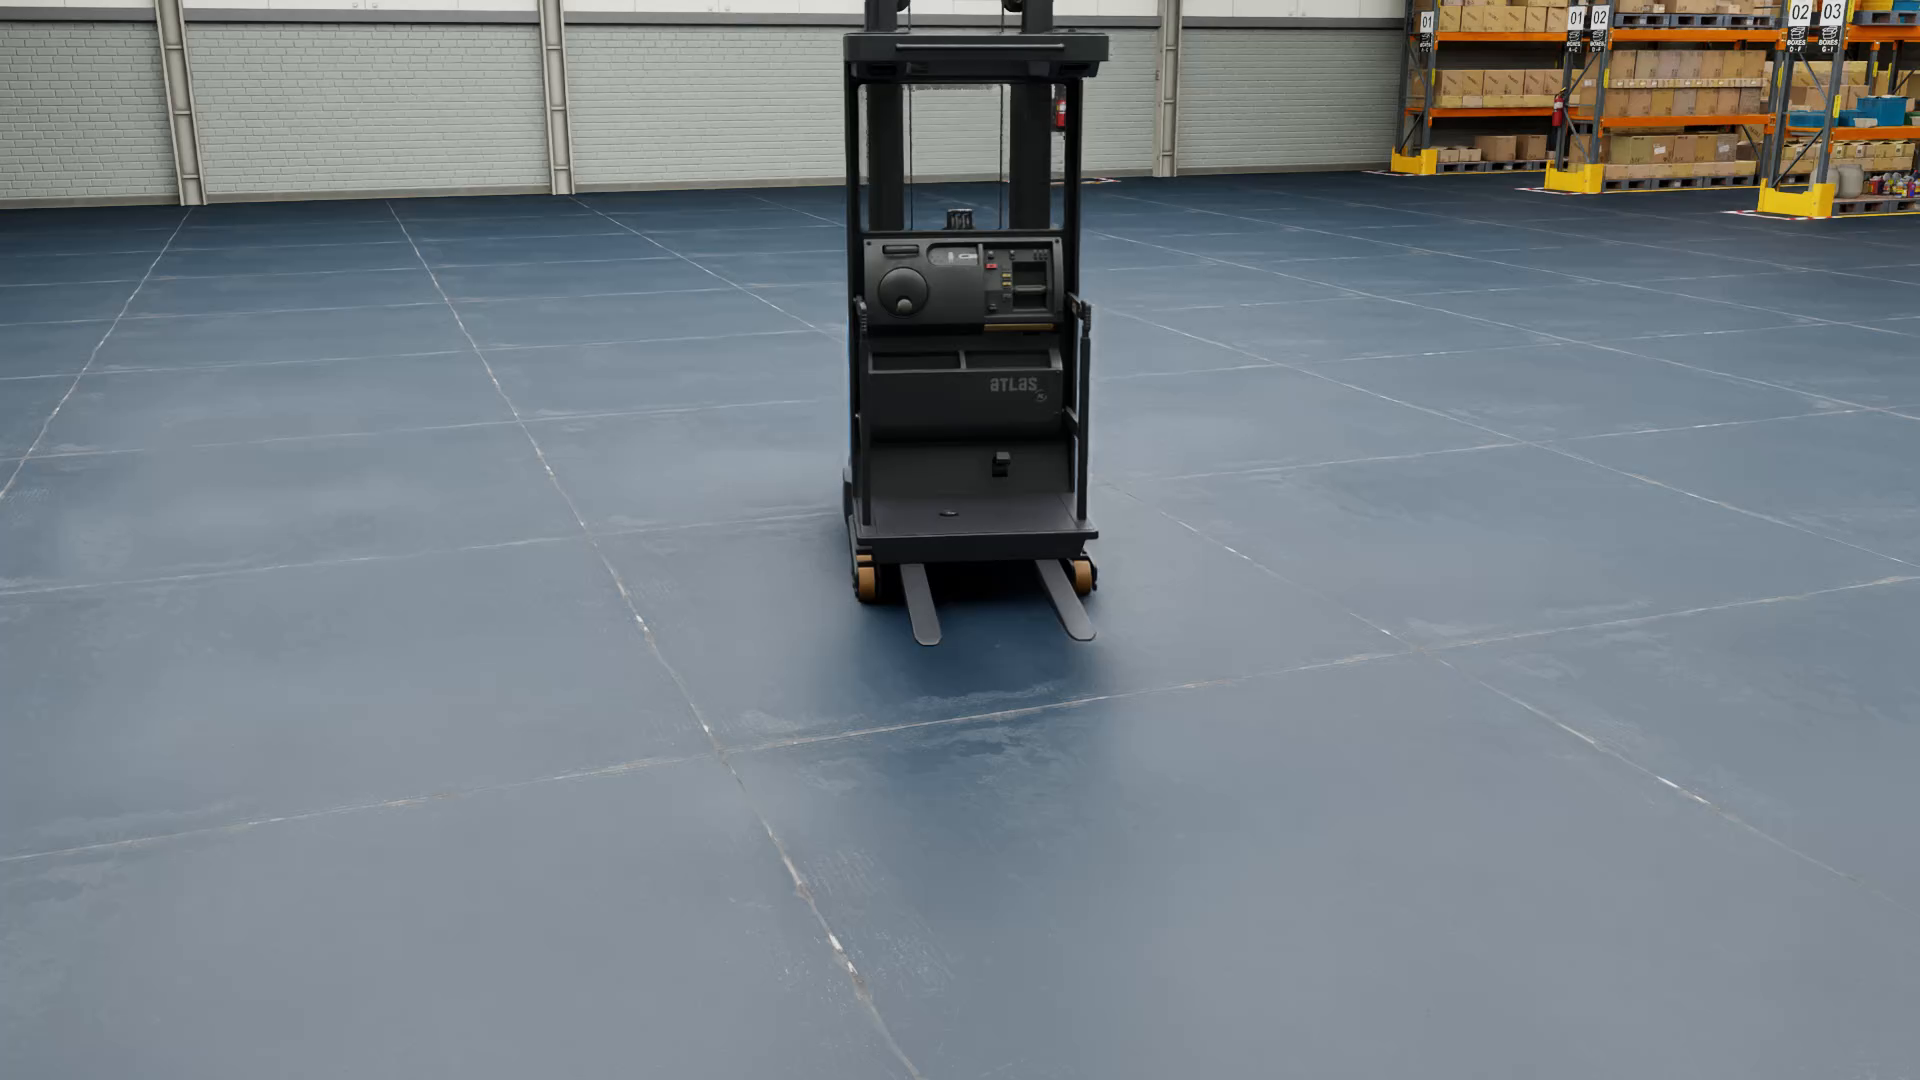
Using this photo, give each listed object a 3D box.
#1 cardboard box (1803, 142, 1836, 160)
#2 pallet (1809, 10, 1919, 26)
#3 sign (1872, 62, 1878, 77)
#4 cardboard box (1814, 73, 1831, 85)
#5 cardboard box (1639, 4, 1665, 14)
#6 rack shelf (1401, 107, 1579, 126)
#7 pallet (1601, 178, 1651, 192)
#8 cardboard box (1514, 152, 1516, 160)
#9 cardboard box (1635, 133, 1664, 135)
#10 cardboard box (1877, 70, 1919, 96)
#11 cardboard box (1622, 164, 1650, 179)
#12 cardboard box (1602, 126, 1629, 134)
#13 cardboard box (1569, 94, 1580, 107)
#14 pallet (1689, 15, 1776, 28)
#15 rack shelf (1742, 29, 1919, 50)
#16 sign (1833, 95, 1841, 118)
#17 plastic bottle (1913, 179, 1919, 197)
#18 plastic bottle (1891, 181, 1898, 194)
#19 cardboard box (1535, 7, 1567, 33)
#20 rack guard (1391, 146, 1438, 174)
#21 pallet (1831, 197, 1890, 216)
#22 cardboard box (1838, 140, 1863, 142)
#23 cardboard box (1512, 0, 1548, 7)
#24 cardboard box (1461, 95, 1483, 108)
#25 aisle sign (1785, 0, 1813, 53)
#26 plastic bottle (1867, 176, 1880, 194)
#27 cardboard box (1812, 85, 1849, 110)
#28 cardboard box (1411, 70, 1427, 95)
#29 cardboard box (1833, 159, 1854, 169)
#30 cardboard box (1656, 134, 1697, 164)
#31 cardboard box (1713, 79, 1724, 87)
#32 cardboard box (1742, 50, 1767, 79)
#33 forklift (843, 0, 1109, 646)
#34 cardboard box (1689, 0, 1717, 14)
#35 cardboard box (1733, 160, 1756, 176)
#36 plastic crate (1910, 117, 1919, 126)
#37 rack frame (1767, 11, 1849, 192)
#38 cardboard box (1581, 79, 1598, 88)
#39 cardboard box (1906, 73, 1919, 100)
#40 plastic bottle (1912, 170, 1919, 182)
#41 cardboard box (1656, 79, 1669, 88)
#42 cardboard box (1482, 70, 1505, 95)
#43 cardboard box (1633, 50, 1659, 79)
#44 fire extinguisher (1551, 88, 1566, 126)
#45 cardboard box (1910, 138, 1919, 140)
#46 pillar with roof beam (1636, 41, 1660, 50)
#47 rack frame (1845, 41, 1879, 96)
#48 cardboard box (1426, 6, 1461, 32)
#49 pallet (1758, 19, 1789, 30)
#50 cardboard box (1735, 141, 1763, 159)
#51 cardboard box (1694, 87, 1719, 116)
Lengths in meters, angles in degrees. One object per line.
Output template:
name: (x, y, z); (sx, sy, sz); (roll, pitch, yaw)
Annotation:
cardboard box: (16.335, -7.445, 31.766); (0.500, 0.311, 0.500); (-7, 18, -22)
pallet: (13.749, -7.915, 25.240); (1.213, 0.211, 1.003); (-6, 17, -20)
sign: (20.806, -10.701, 37.801); (0.005, 0.325, 0.100); (-6, 17, -20)
cardboard box: (19.317, -10.310, 37.644); (0.500, 0.500, 0.500); (-6, 17, -20)
cardboard box: (12.335, -9.472, 29.659); (0.250, 0.149, 0.380); (-6, 17, -20)
rack shelf: (11.265, -8.972, 35.104); (4.000, 0.370, 1.077); (-6, 17, -20)
pallet: (11.872, -6.563, 30.572); (1.213, 0.211, 1.003); (-6, 17, -20)
cardboard box: (11.631, -8.206, 35.497); (0.250, 0.149, 0.380); (-8, 18, -25)
cardboard box: (12.963, -7.342, 31.079); (0.500, 0.500, 0.500); (-6, 17, -20)
cardboard box: (21.798, -10.592, 38.811); (0.700, 0.700, 0.980); (-7, 18, -21)
cardboard box: (12.219, -6.742, 30.367); (0.500, 0.250, 0.500); (-6, 17, -20)
cardboard box: (14.223, -9.014, 36.295); (0.500, 0.250, 0.500); (-7, 18, -21)
cardboard box: (12.798, -9.329, 35.273); (0.500, 0.250, 0.500); (-6, 17, -20)
pallet: (14.121, -9.520, 30.526); (1.213, 0.211, 1.003); (-6, 17, -20)
rack shelf: (16.776, -9.512, 31.617); (4.000, 0.370, 1.077); (-6, 17, -20)
sign: (13.135, -6.497, 24.906); (0.005, 0.325, 0.100); (-6, 17, -20)
plastic bottle: (15.066, -5.546, 26.223); (0.097, 0.271, 0.097); (0, 16, 0)
plastic bottle: (15.112, -5.700, 26.872); (0.097, 0.201, 0.097); (0, 16, 0)
cardboard box: (12.272, -10.852, 34.692); (0.500, 0.500, 0.500); (-8, 18, -25)
rack guard: (9.468, -7.924, 34.694); (0.348, 0.500, 1.175); (-6, 17, -20)
pallet: (13.757, -5.271, 26.175); (1.213, 0.211, 1.003); (-6, 17, -20)
cardboard box: (17.562, -7.740, 32.770); (0.500, 0.311, 0.500); (-7, 18, -21)
cardboard box: (11.769, -11.260, 34.307); (0.500, 0.500, 0.500); (-7, 18, -22)
cardboard box: (10.446, -9.075, 34.408); (0.500, 0.250, 0.500); (-7, 18, -22)
aisle sign: (12.768, -7.827, 25.315); (0.004, 0.787, 0.394); (-6, 17, -20)
plastic bottle: (14.745, -5.732, 26.846); (0.135, 0.276, 0.152); (-6, 17, -20)
cardboard box: (16.591, -8.441, 31.840); (0.500, 0.500, 0.500); (-6, 17, -20)
cardboard box: (9.761, -9.516, 34.581); (0.500, 0.500, 0.500); (-6, 18, -21)
cardboard box: (16.809, -7.229, 32.025); (0.500, 0.250, 0.500); (-6, 17, -19)
cardboard box: (13.155, -7.201, 30.599); (0.500, 0.500, 0.500); (-6, 17, -20)
cardboard box: (13.780, -8.389, 30.513); (0.250, 0.149, 0.380); (-6, 17, -20)
cardboard box: (14.496, -8.840, 30.897); (0.500, 0.500, 0.700); (-6, 17, -20)
forklift: (0.041, -1.221, 7.553); (1.130, 2.935, 3.031); (-2, 16, -5)
cardboard box: (13.325, -9.840, 30.284); (0.637, 0.503, 0.797); (-4, 17, -14)
cardboard box: (14.553, -6.994, 31.225); (0.500, 0.250, 0.500); (-6, 17, -20)
plastic crate: (15.251, -6.555, 26.065); (0.437, 0.136, 0.530); (-6, 17, -20)
rack frame: (12.942, -6.509, 25.439); (0.127, 3.000, 1.000); (-6, 17, -20)
cardboard box: (11.462, -8.260, 30.075); (0.250, 0.149, 0.380); (-6, 18, -21)
cardboard box: (19.191, -8.962, 32.869); (0.500, 0.500, 0.700); (-13, 21, -38)
plastic bottle: (15.599, -5.861, 27.154); (0.185, 0.351, 0.144); (-7, 18, -22)
cardboard box: (12.580, -8.259, 30.071); (0.250, 0.149, 0.380); (-7, 18, -22)
cardboard box: (10.900, -9.480, 34.455); (0.500, 0.500, 0.500); (-7, 18, -22)
cardboard box: (12.152, -8.586, 30.034); (0.500, 0.500, 0.700); (-7, 18, -22)
fire extinguisher: (10.896, -7.886, 30.265); (0.183, 0.674, 0.296); (-6, 17, -20)
cardboard box: (19.484, -8.153, 33.364); (0.500, 0.250, 0.500); (-5, 17, -18)
pillar with roof beam: (16.884, -11.764, 32.689); (0.400, 9.000, 9.100); (-6, 17, -20)
rack frame: (20.602, -10.325, 38.436); (0.127, 3.000, 1.000); (-6, 17, -20)
cardboard box: (9.799, -10.580, 33.767); (0.500, 0.500, 0.500); (-6, 17, -19)
pallet: (15.727, -9.656, 31.171); (1.217, 0.209, 0.805); (-7, 18, -22)
cardboard box: (15.184, -7.483, 31.897); (0.500, 0.311, 0.500); (-6, 17, -20)
cardboard box: (13.536, -8.113, 30.724); (0.500, 0.500, 0.700); (-6, 17, -19)
